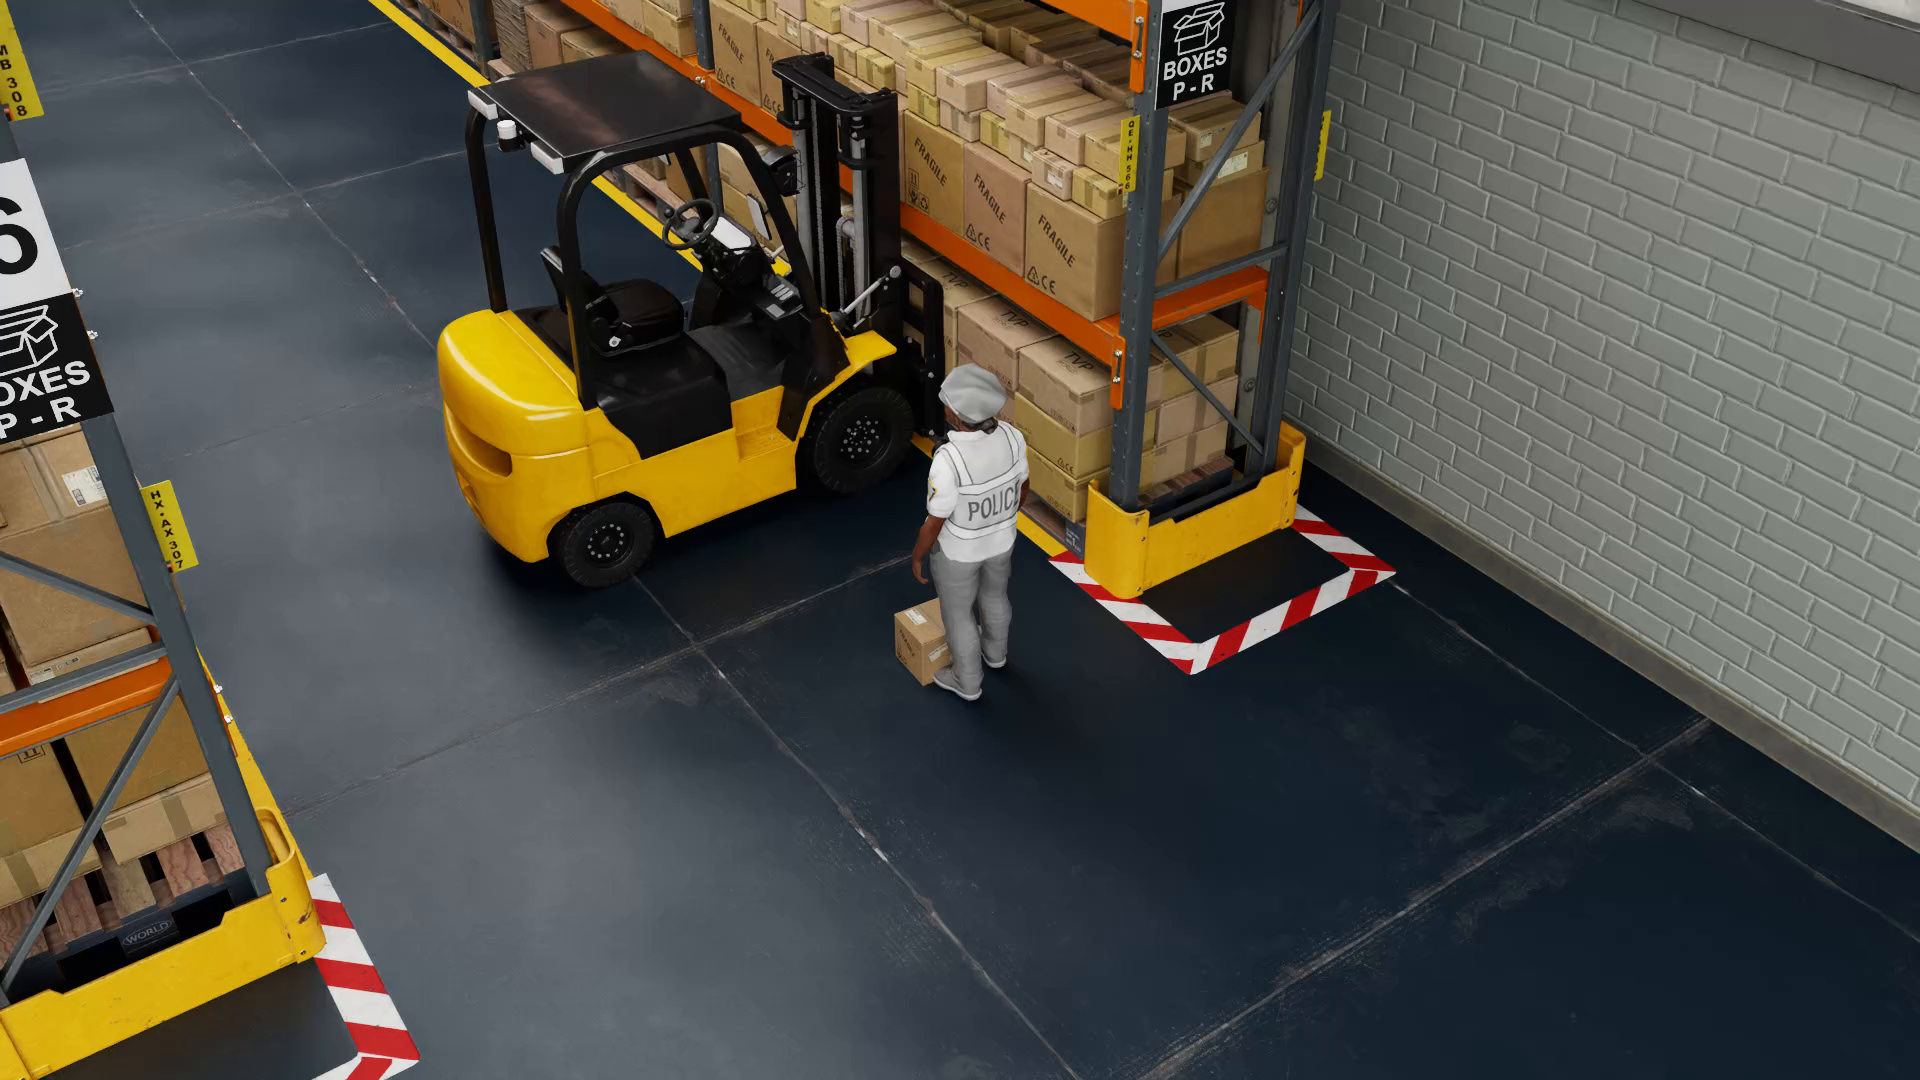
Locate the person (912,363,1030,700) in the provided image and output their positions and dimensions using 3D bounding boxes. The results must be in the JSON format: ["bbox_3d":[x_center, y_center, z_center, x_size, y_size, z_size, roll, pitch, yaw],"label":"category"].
[{"bbox_3d":[0.019,-0.039,7.010,0.569,1.694,0.529,-23,42,-27],"label":"person"}]
